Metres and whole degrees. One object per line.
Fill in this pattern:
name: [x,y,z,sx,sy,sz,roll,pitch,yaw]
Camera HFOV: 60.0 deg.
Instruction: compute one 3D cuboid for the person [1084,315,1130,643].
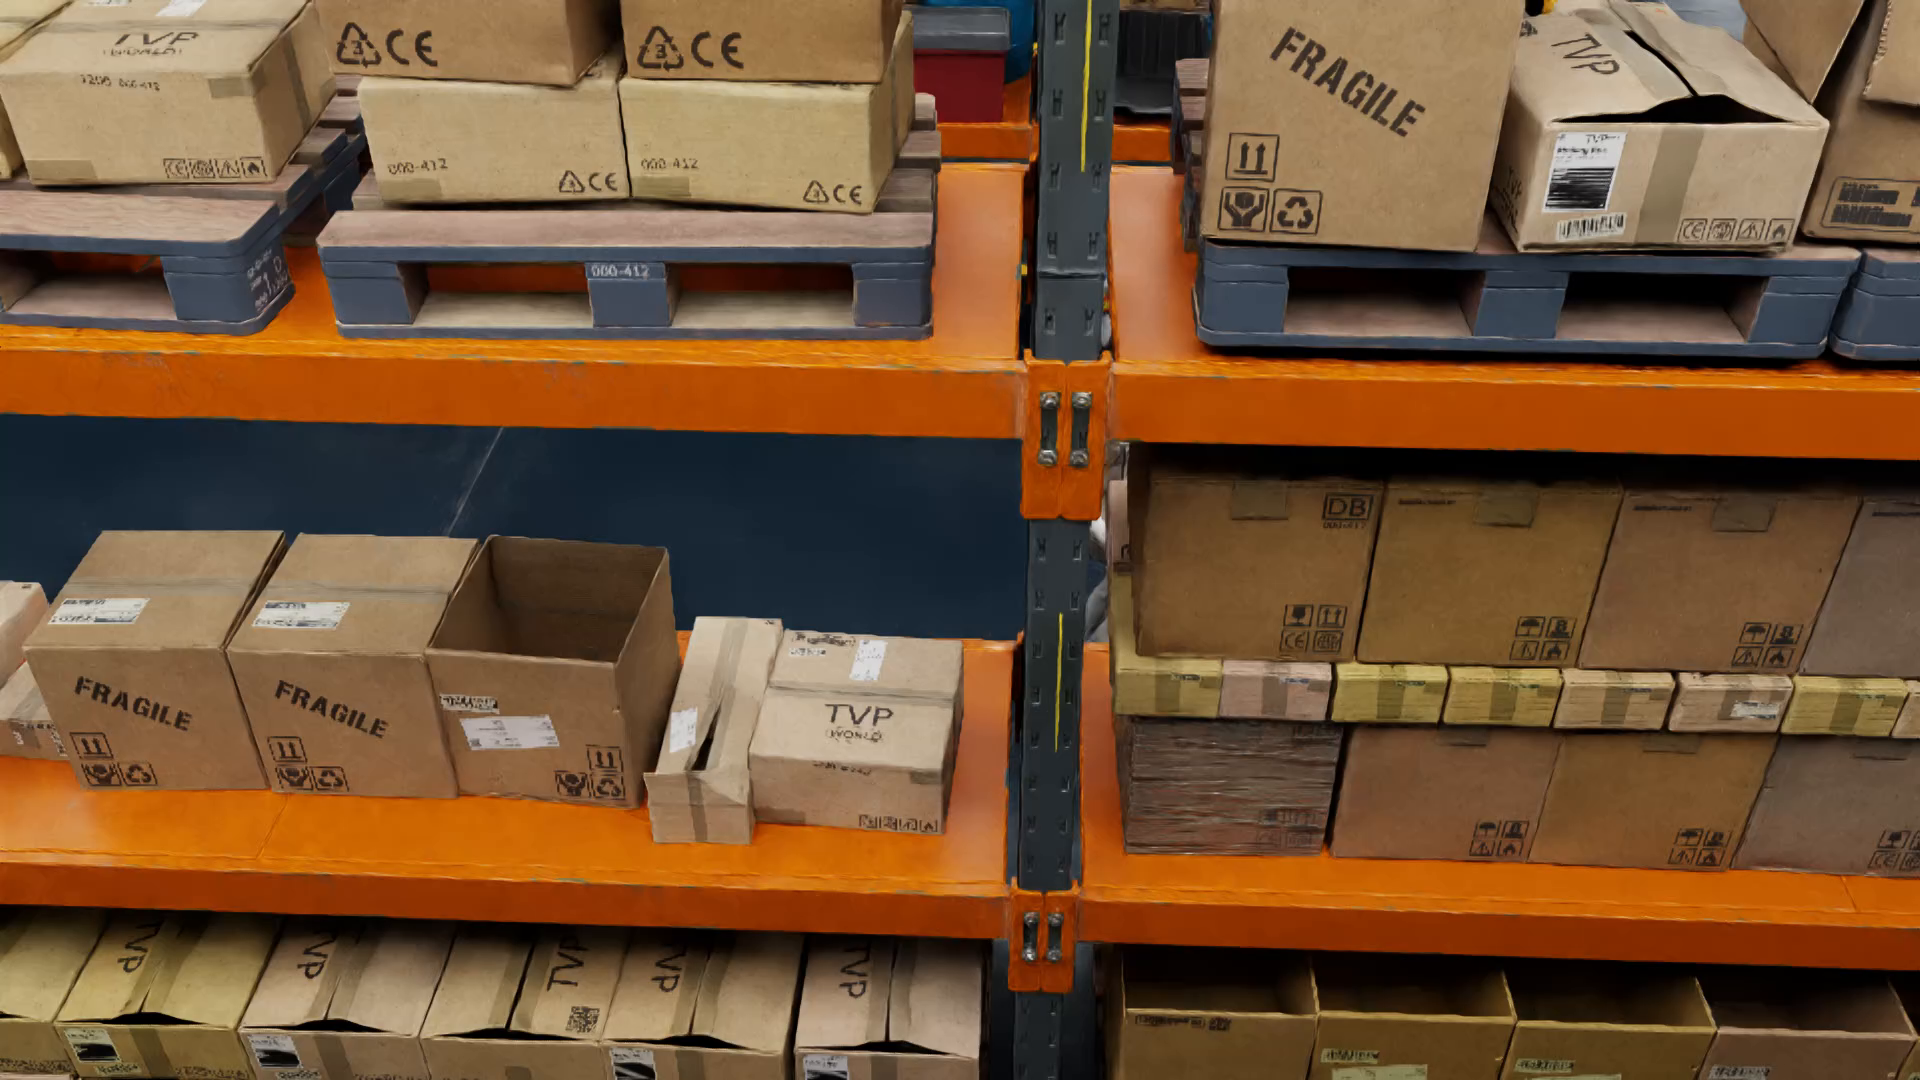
person: [0.587,-0.118,6.319,0.502,1.661,0.672,0,36,0]
